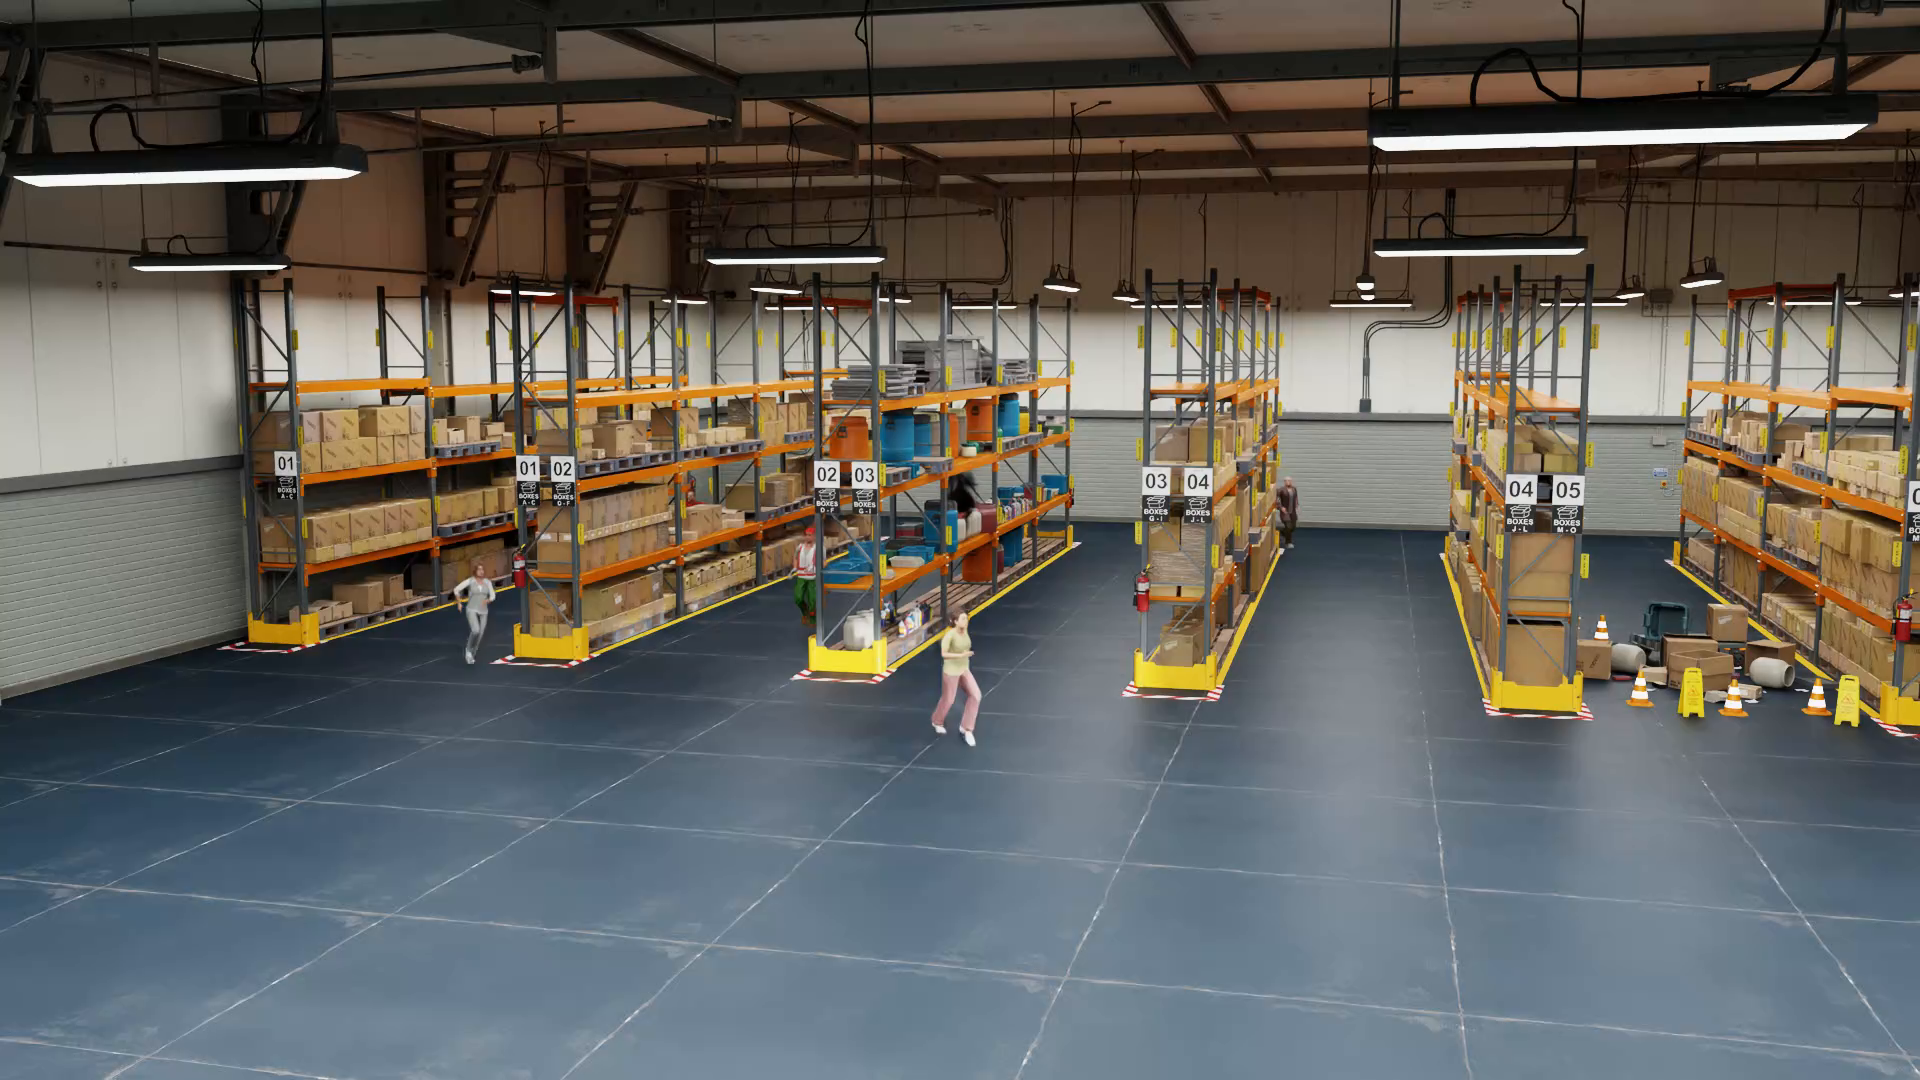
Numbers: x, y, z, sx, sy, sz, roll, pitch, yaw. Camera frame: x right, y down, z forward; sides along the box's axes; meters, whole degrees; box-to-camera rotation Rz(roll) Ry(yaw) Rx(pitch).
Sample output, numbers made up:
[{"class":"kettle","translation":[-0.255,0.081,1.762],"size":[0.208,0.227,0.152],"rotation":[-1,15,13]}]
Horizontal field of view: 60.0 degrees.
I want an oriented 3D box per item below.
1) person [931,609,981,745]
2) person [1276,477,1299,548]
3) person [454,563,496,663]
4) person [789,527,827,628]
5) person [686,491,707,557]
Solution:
[{"class":"person","translation":[-0.085,1.698,20.843],"size":[0.599,1.680,0.818],"rotation":[-7,10,-44]},{"class":"person","translation":[7.861,-0.685,40.332],"size":[0.718,1.736,0.696],"rotation":[-3,7,-20]},{"class":"person","translation":[-7.478,1.142,25.797],"size":[0.554,1.555,0.551],"rotation":[-6,9,-39]},{"class":"person","translation":[-2.607,0.660,28.340],"size":[0.664,1.734,0.611],"rotation":[2,7,13]},{"class":"person","translation":[-5.836,-0.216,36.493],"size":[0.686,1.738,0.988],"rotation":[2,7,16]}]
